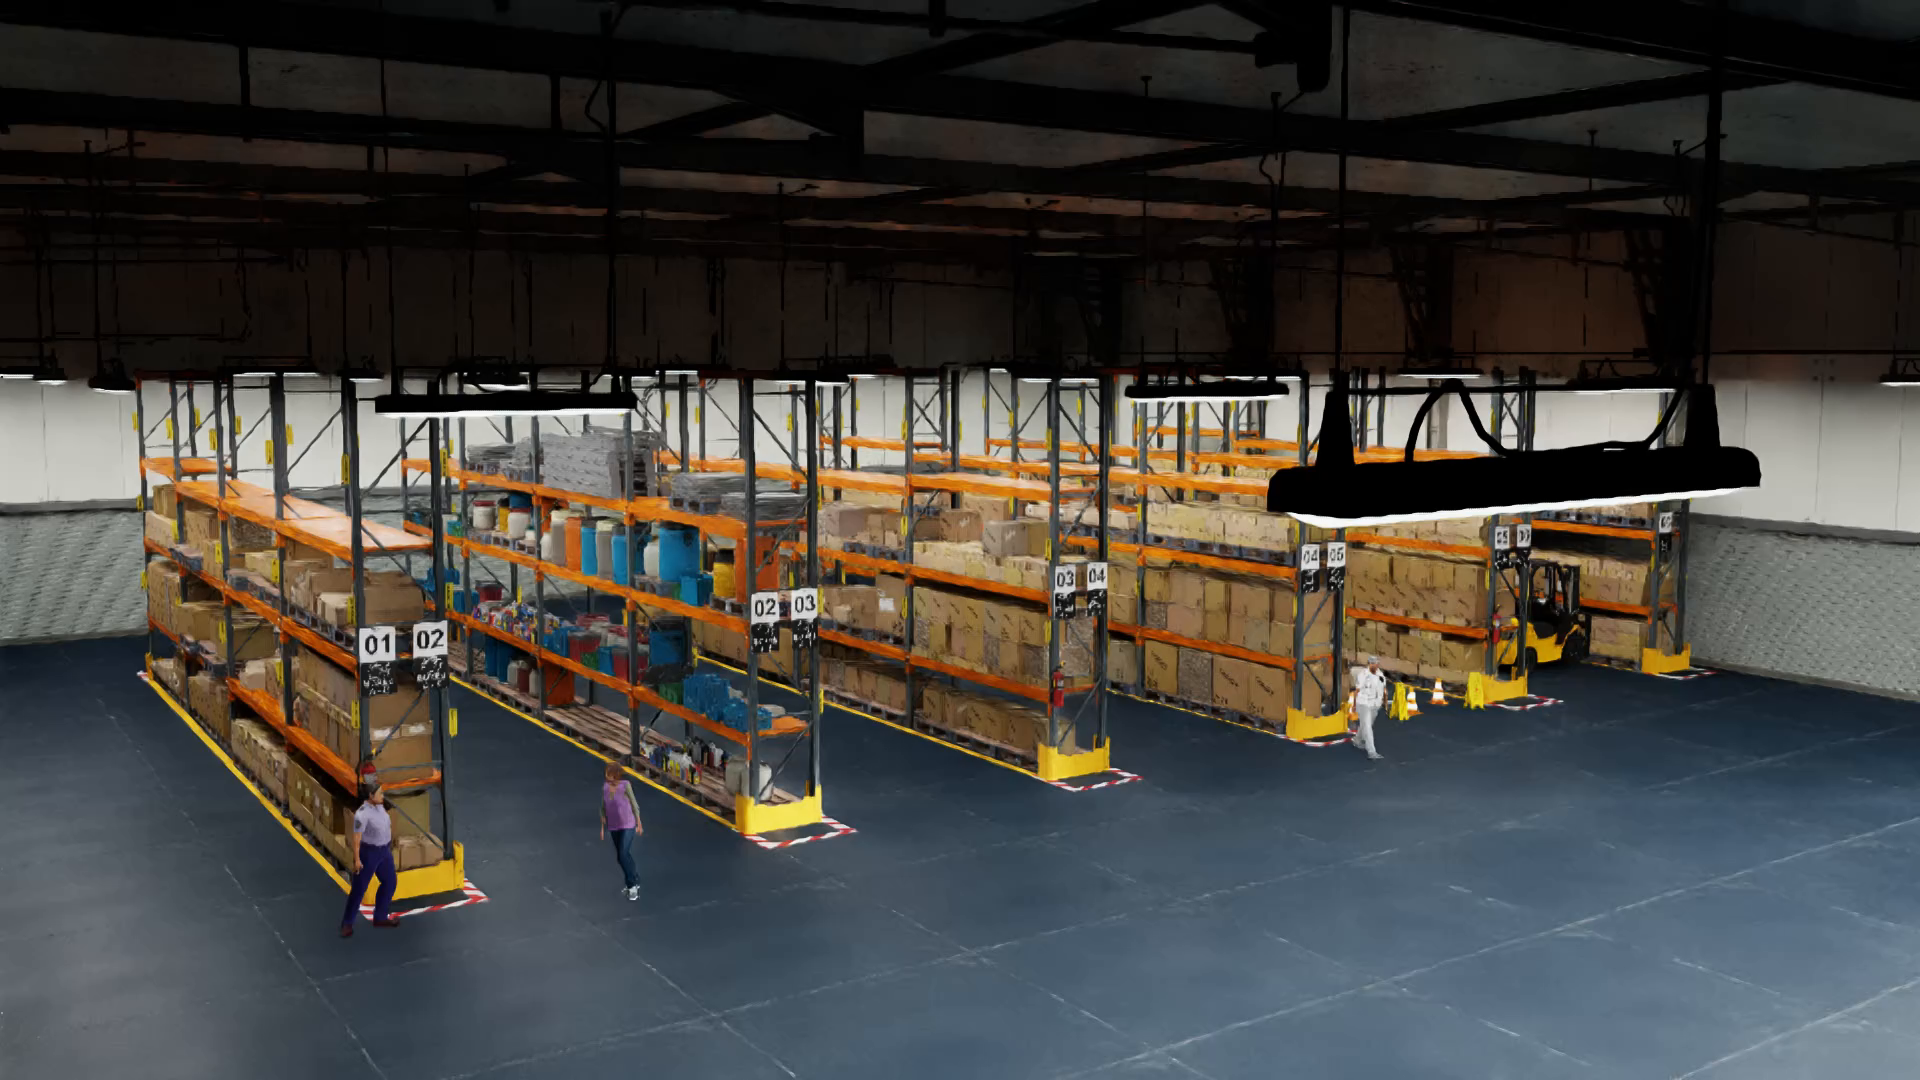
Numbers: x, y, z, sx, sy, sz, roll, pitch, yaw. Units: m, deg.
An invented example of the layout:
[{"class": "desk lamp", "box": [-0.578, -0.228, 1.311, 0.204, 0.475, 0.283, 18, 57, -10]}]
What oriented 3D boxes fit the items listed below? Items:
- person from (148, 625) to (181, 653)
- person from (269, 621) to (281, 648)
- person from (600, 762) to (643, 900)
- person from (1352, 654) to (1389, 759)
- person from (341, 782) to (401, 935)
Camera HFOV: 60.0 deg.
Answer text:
[{"class": "person", "box": [-16.704, 1.542, 34.870, 0.801, 1.696, 0.699, 5, 8, 36]}, {"class": "person", "box": [-13.581, 1.765, 32.959, 0.591, 1.716, 1.042, -4, 8, -35]}, {"class": "person", "box": [-3.922, 3.360, 19.379, 0.519, 1.564, 0.460, 3, 7, 26]}, {"class": "person", "box": [6.454, 2.580, 26.130, 0.477, 1.597, 1.002, -3, 7, -25]}, {"class": "person", "box": [-6.517, 3.479, 18.223, 0.490, 1.636, 0.621, 2, 7, 15]}]
